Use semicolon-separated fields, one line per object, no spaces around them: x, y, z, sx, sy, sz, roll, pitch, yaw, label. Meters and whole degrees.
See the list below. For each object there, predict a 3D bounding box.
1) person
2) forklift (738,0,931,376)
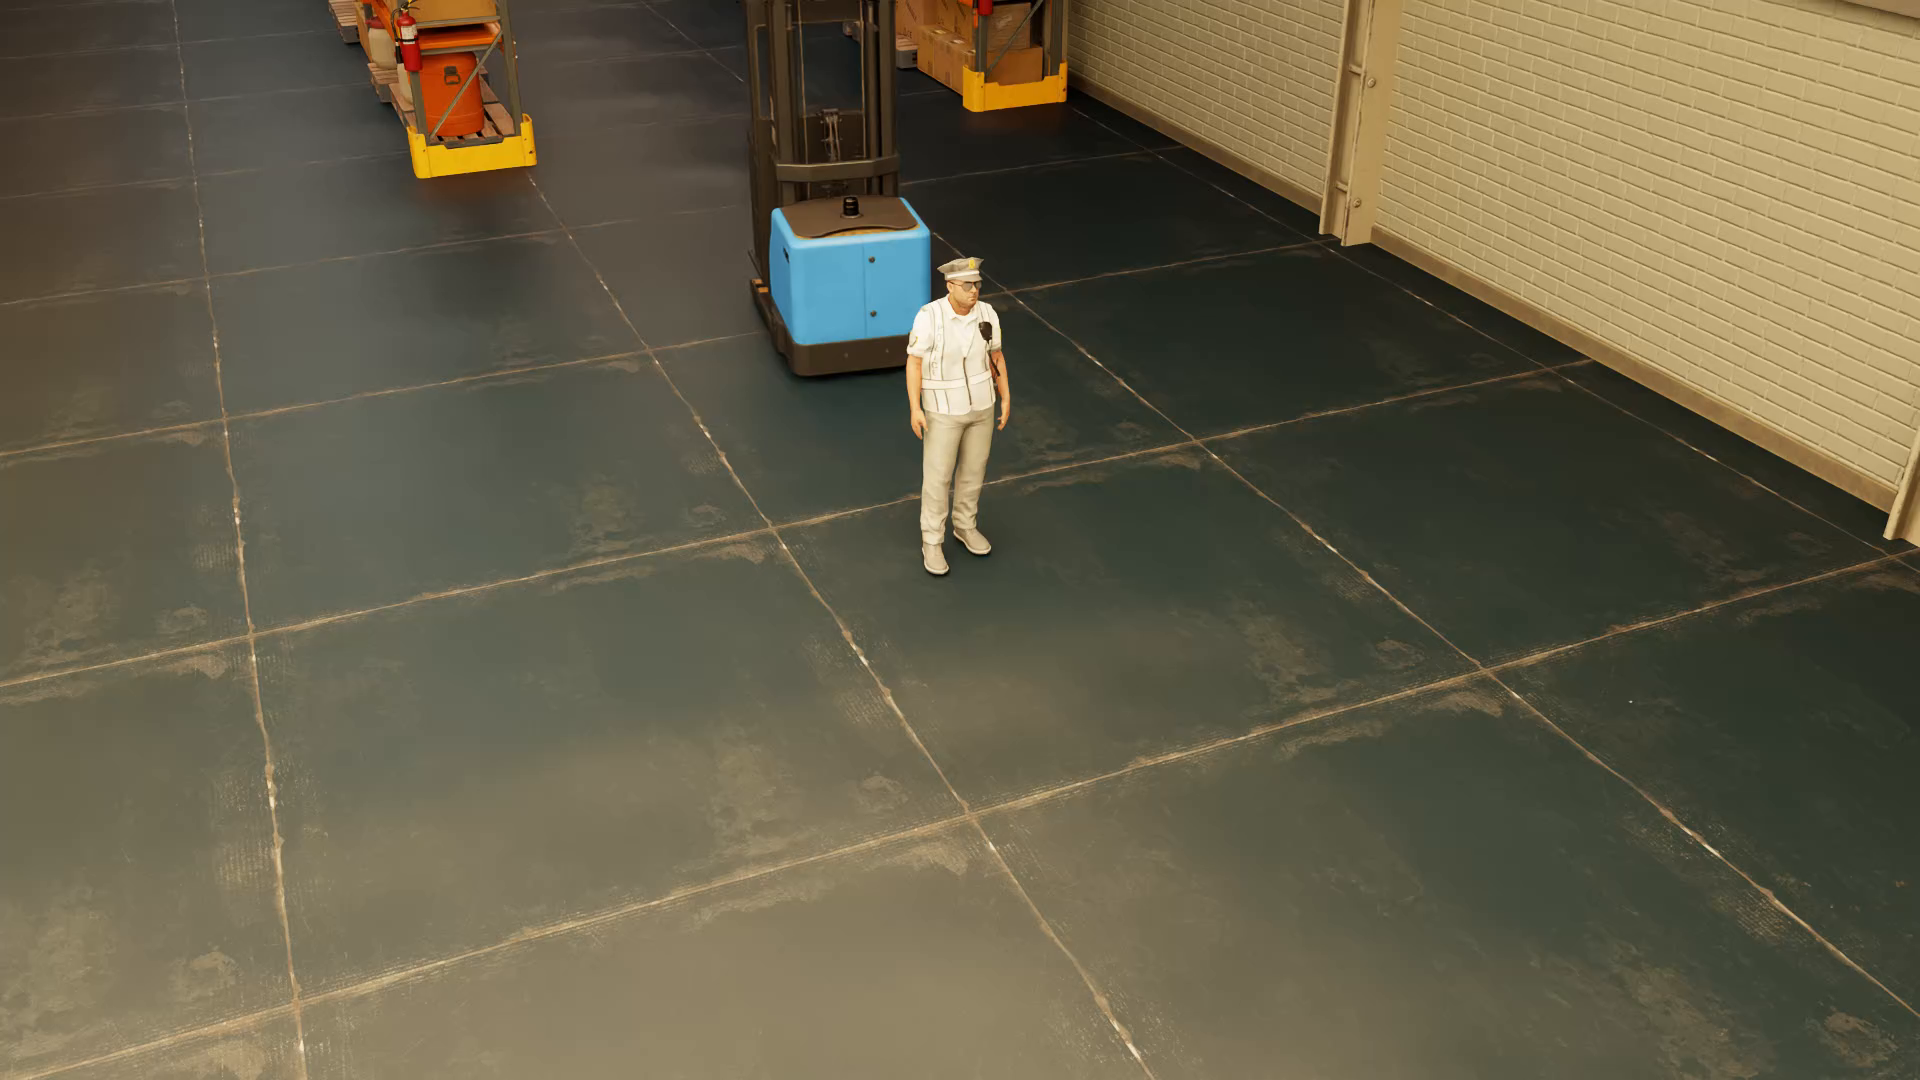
0.021;-0.743;9.560;0.641;1.780;0.574;-12;32;-20;person
-1.074;-3.172;12.667;1.130;2.935;3.031;-8;31;-13;forklift
